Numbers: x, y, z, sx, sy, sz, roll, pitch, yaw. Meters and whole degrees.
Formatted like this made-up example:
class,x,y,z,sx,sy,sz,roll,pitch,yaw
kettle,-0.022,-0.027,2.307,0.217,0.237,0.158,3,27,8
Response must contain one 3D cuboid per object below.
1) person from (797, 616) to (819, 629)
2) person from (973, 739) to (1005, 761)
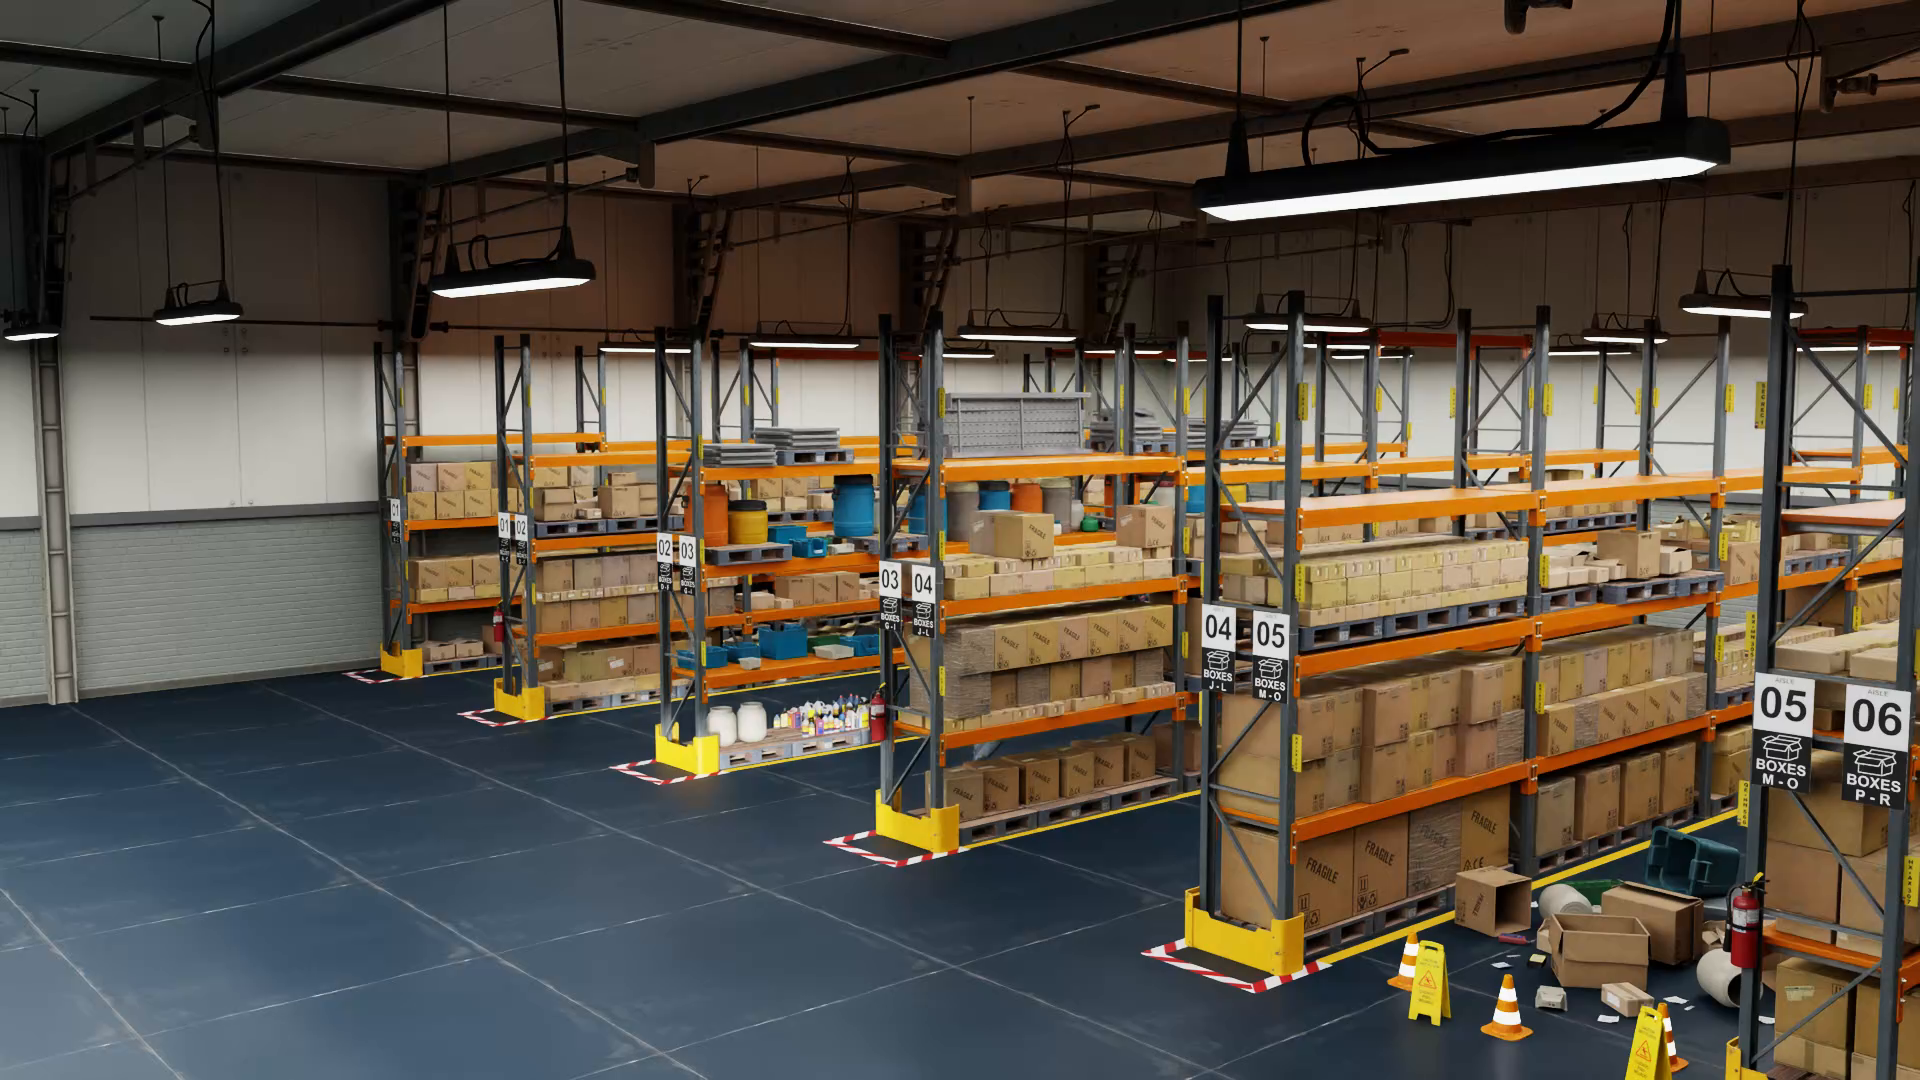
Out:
class,x,y,z,sx,sy,sz,roll,pitch,yaw
person,-2.906,1.471,31.924,0.971,1.538,0.508,-5,7,-42
person,0.325,2.264,22.170,0.490,1.757,0.609,-3,6,-31
